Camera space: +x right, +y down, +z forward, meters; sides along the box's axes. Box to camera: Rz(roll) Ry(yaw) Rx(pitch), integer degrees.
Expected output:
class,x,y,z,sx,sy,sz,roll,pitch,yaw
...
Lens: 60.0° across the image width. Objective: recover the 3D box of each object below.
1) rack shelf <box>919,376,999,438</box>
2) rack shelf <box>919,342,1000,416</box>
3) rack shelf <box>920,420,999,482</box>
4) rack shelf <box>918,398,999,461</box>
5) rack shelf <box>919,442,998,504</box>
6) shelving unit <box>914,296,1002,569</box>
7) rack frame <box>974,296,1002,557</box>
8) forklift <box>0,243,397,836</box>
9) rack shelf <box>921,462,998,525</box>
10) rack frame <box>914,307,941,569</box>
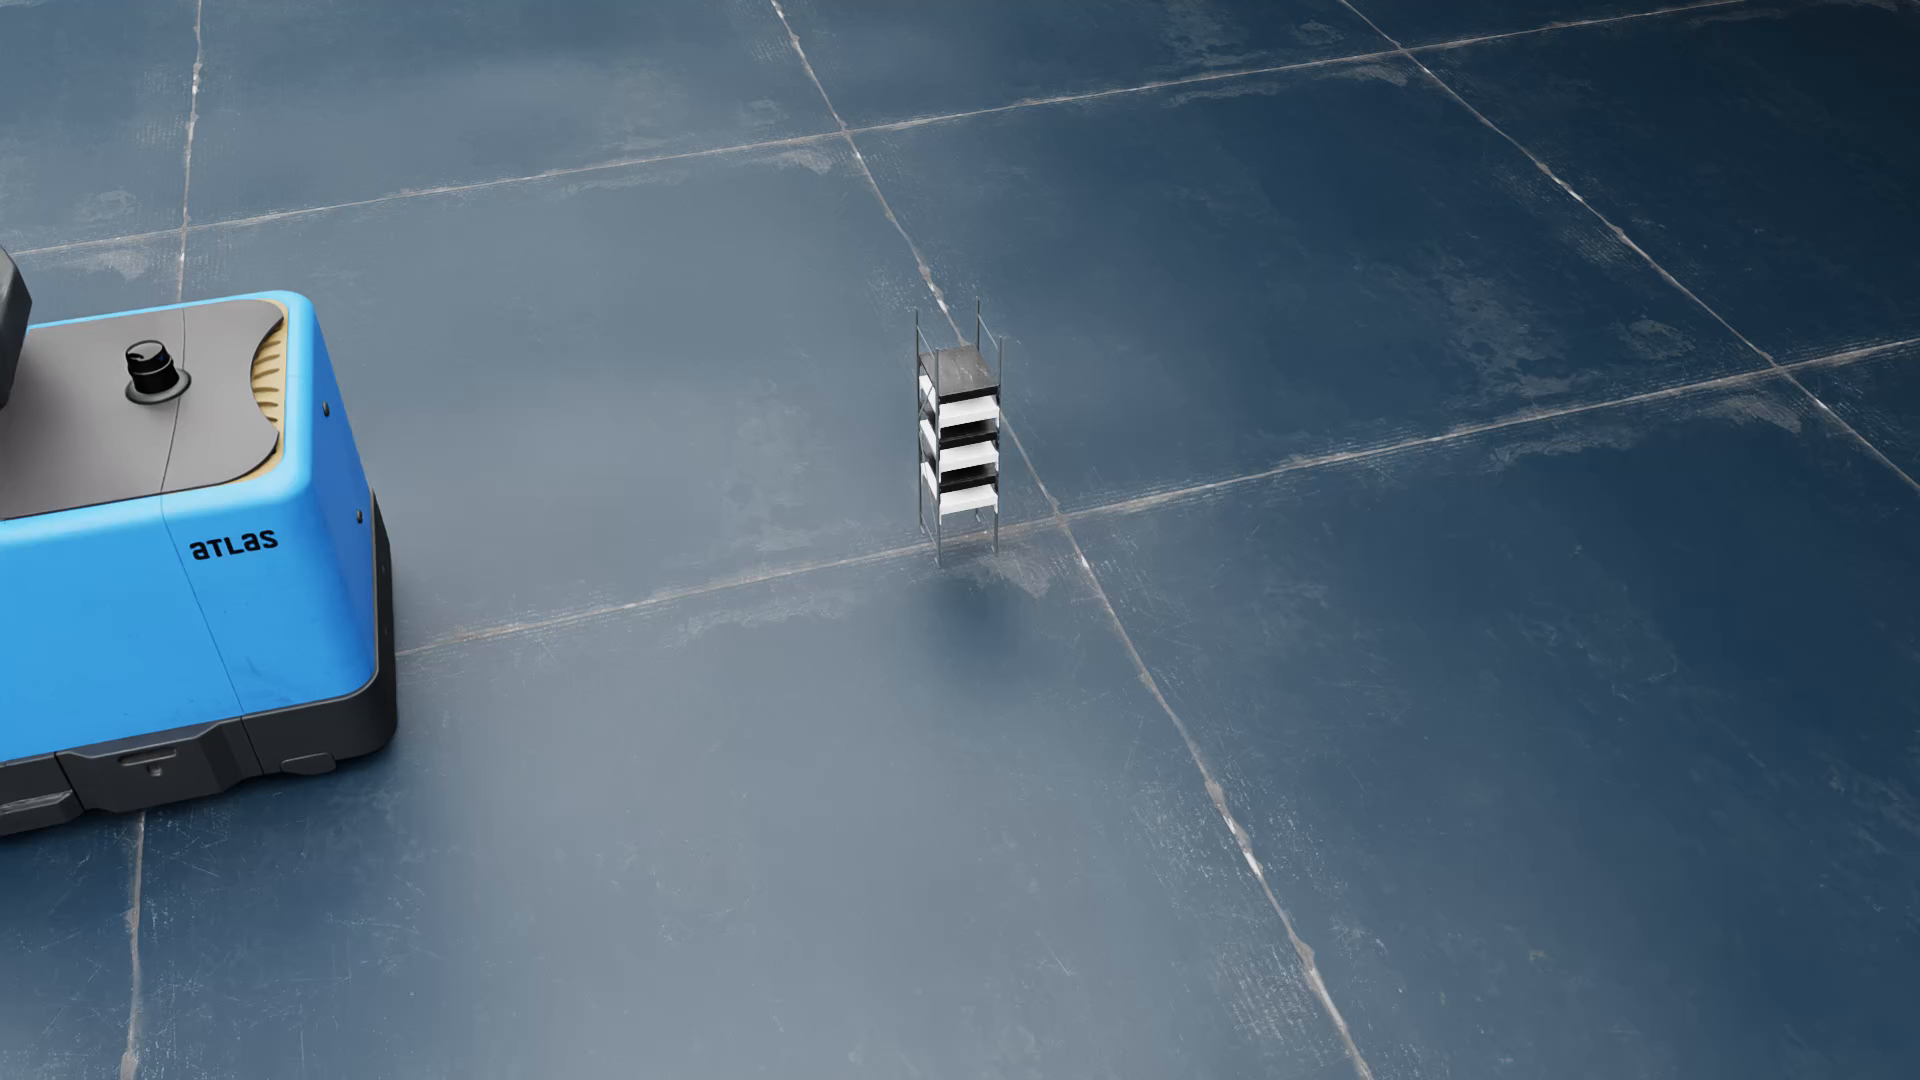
class,x,y,z,sx,sy,sz,roll,pitch,yaw
rack shelf,-0.008,-0.448,5.356,0.200,0.077,0.258,-12,42,-13
rack shelf,-0.008,-0.516,5.296,0.200,0.077,0.258,-12,42,-13
rack shelf,-0.008,-0.312,5.474,0.200,0.077,0.258,-12,42,-13
rack shelf,-0.008,-0.380,5.415,0.200,0.077,0.258,-12,42,-13
rack shelf,-0.008,-0.244,5.533,0.200,0.077,0.258,-12,42,-13
shelving unit,-0.008,-0.337,5.452,0.210,0.900,0.258,-12,42,-13
rack frame,0.089,-0.357,5.475,0.006,0.900,0.240,-12,42,-13
forklift,-3.267,-0.491,4.084,3.031,2.935,1.130,-11,42,-12
rack shelf,-0.008,-0.177,5.592,0.200,0.077,0.258,-12,42,-13
rack frame,-0.105,-0.317,5.429,0.006,0.900,0.240,-12,42,-13
